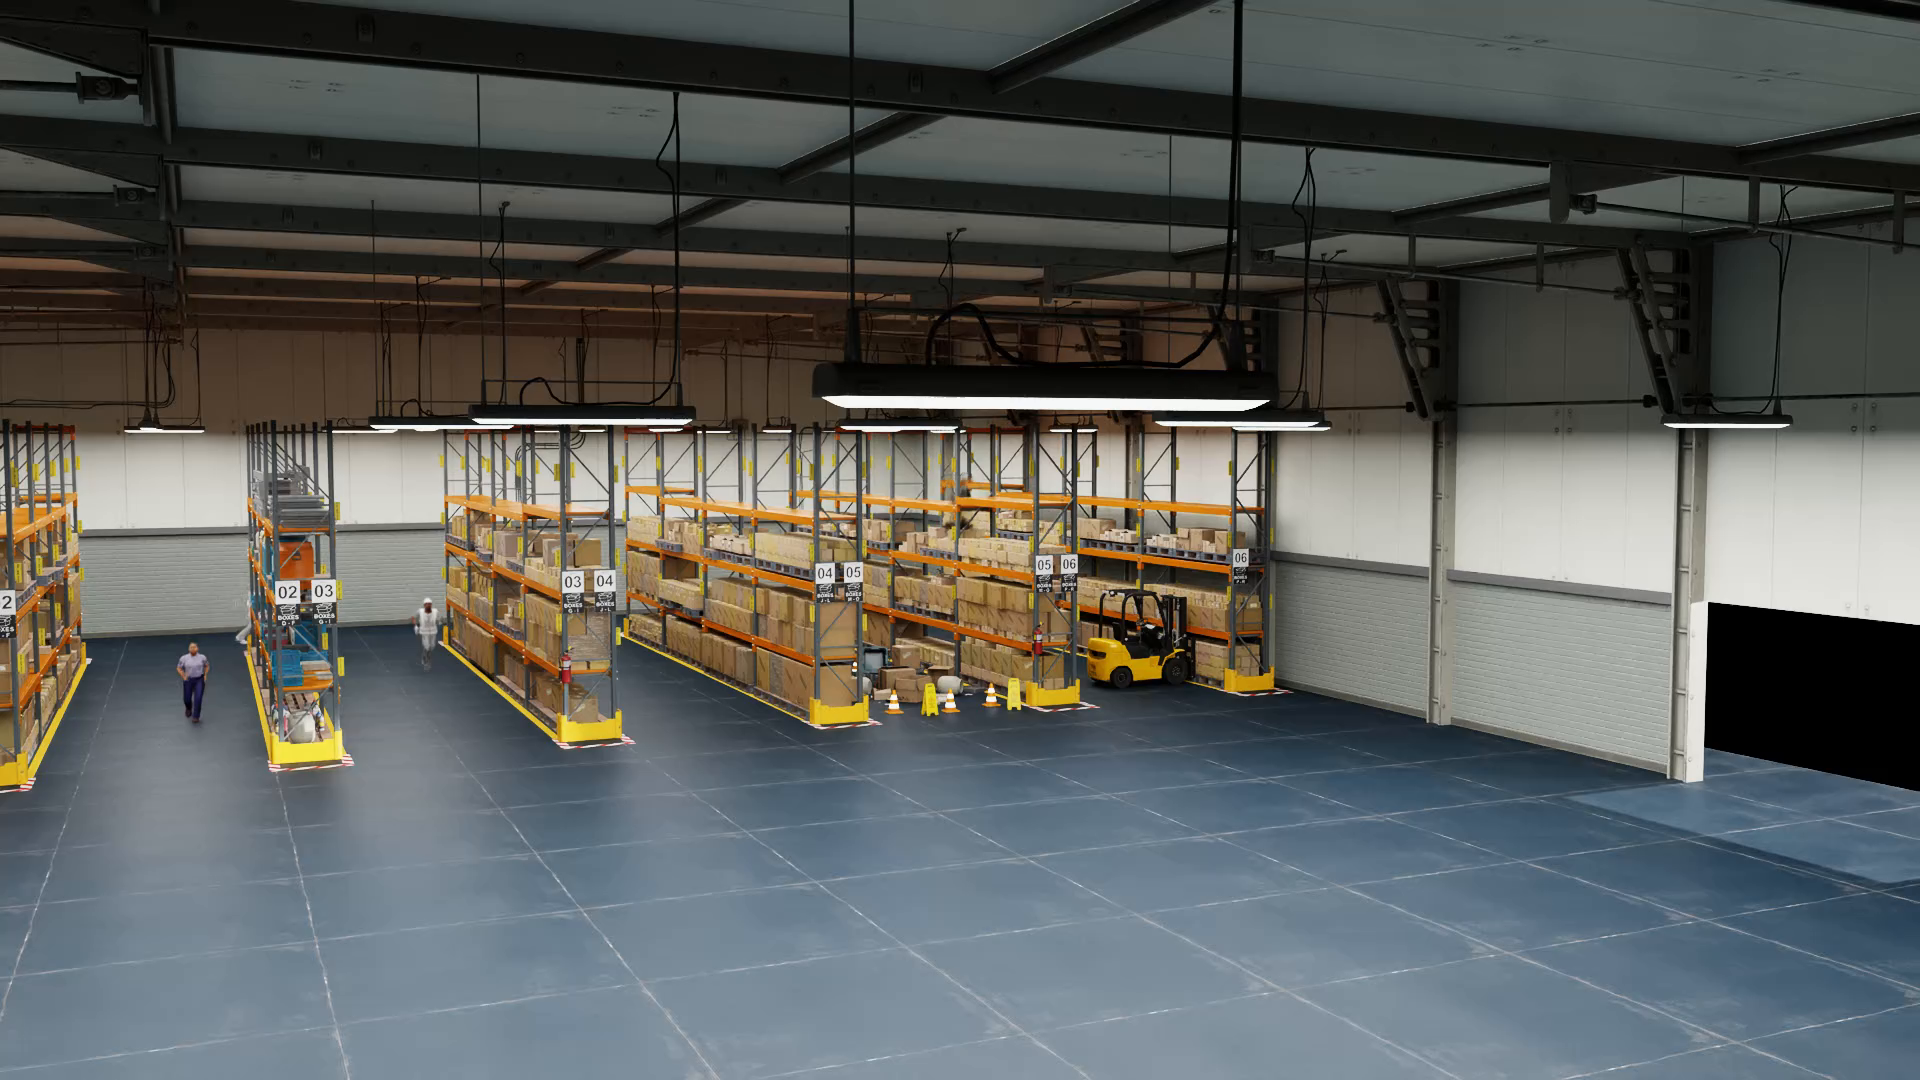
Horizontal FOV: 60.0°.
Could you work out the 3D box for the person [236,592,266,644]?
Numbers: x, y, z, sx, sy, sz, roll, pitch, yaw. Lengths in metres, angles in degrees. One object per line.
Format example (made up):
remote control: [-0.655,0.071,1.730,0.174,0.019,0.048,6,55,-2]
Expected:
person: [-19.430,2.073,45.948,1.126,1.607,0.724,0,4,-5]

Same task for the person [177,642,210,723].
person: [-15.322,2.843,33.271,0.595,1.601,0.561,-2,4,-27]

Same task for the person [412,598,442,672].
person: [-12.944,2.322,40.489,0.677,1.813,0.794,-2,4,-30]
